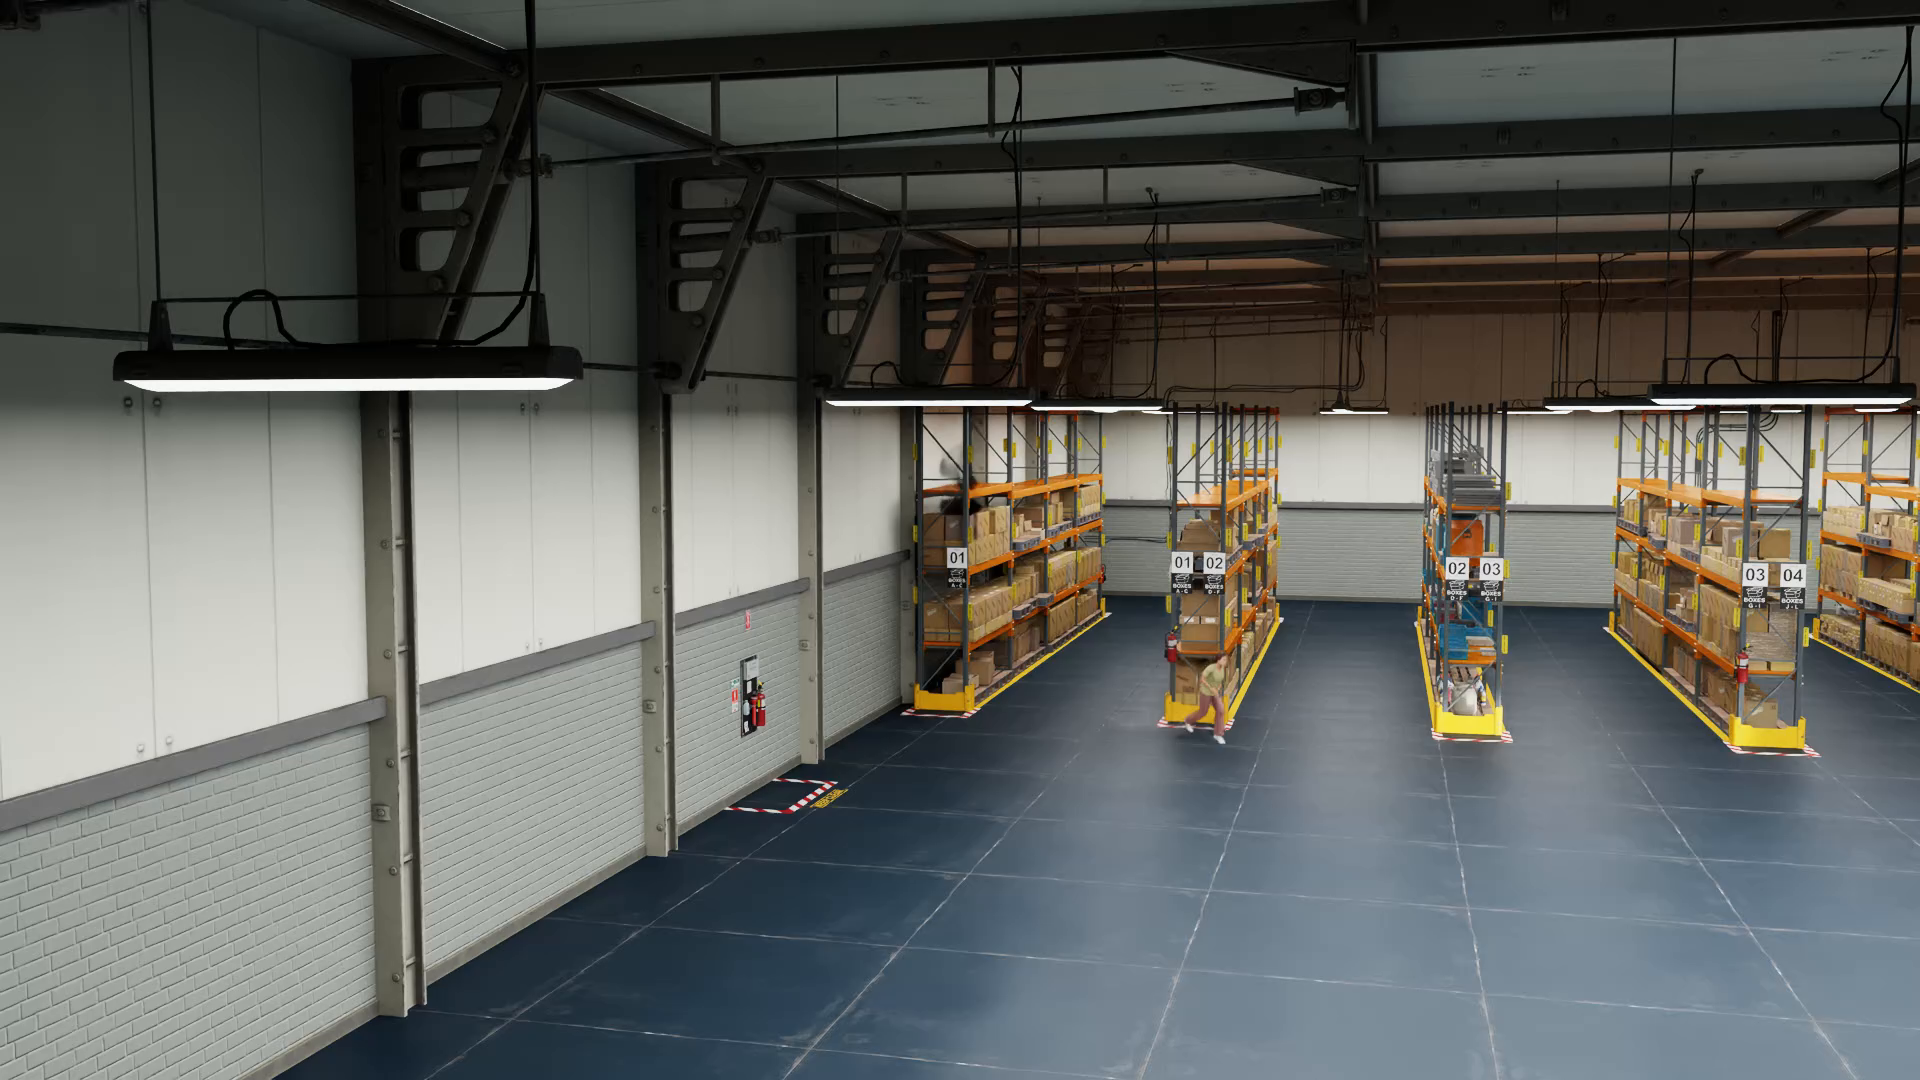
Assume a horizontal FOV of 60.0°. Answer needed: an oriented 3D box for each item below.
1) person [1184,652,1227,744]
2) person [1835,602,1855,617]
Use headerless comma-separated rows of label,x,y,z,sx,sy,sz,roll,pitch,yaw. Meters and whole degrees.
person,4.378,2.761,29.538,0.607,1.625,0.988,-4,6,-44
person,23.493,1.599,44.063,0.918,1.764,0.712,0,4,-1
